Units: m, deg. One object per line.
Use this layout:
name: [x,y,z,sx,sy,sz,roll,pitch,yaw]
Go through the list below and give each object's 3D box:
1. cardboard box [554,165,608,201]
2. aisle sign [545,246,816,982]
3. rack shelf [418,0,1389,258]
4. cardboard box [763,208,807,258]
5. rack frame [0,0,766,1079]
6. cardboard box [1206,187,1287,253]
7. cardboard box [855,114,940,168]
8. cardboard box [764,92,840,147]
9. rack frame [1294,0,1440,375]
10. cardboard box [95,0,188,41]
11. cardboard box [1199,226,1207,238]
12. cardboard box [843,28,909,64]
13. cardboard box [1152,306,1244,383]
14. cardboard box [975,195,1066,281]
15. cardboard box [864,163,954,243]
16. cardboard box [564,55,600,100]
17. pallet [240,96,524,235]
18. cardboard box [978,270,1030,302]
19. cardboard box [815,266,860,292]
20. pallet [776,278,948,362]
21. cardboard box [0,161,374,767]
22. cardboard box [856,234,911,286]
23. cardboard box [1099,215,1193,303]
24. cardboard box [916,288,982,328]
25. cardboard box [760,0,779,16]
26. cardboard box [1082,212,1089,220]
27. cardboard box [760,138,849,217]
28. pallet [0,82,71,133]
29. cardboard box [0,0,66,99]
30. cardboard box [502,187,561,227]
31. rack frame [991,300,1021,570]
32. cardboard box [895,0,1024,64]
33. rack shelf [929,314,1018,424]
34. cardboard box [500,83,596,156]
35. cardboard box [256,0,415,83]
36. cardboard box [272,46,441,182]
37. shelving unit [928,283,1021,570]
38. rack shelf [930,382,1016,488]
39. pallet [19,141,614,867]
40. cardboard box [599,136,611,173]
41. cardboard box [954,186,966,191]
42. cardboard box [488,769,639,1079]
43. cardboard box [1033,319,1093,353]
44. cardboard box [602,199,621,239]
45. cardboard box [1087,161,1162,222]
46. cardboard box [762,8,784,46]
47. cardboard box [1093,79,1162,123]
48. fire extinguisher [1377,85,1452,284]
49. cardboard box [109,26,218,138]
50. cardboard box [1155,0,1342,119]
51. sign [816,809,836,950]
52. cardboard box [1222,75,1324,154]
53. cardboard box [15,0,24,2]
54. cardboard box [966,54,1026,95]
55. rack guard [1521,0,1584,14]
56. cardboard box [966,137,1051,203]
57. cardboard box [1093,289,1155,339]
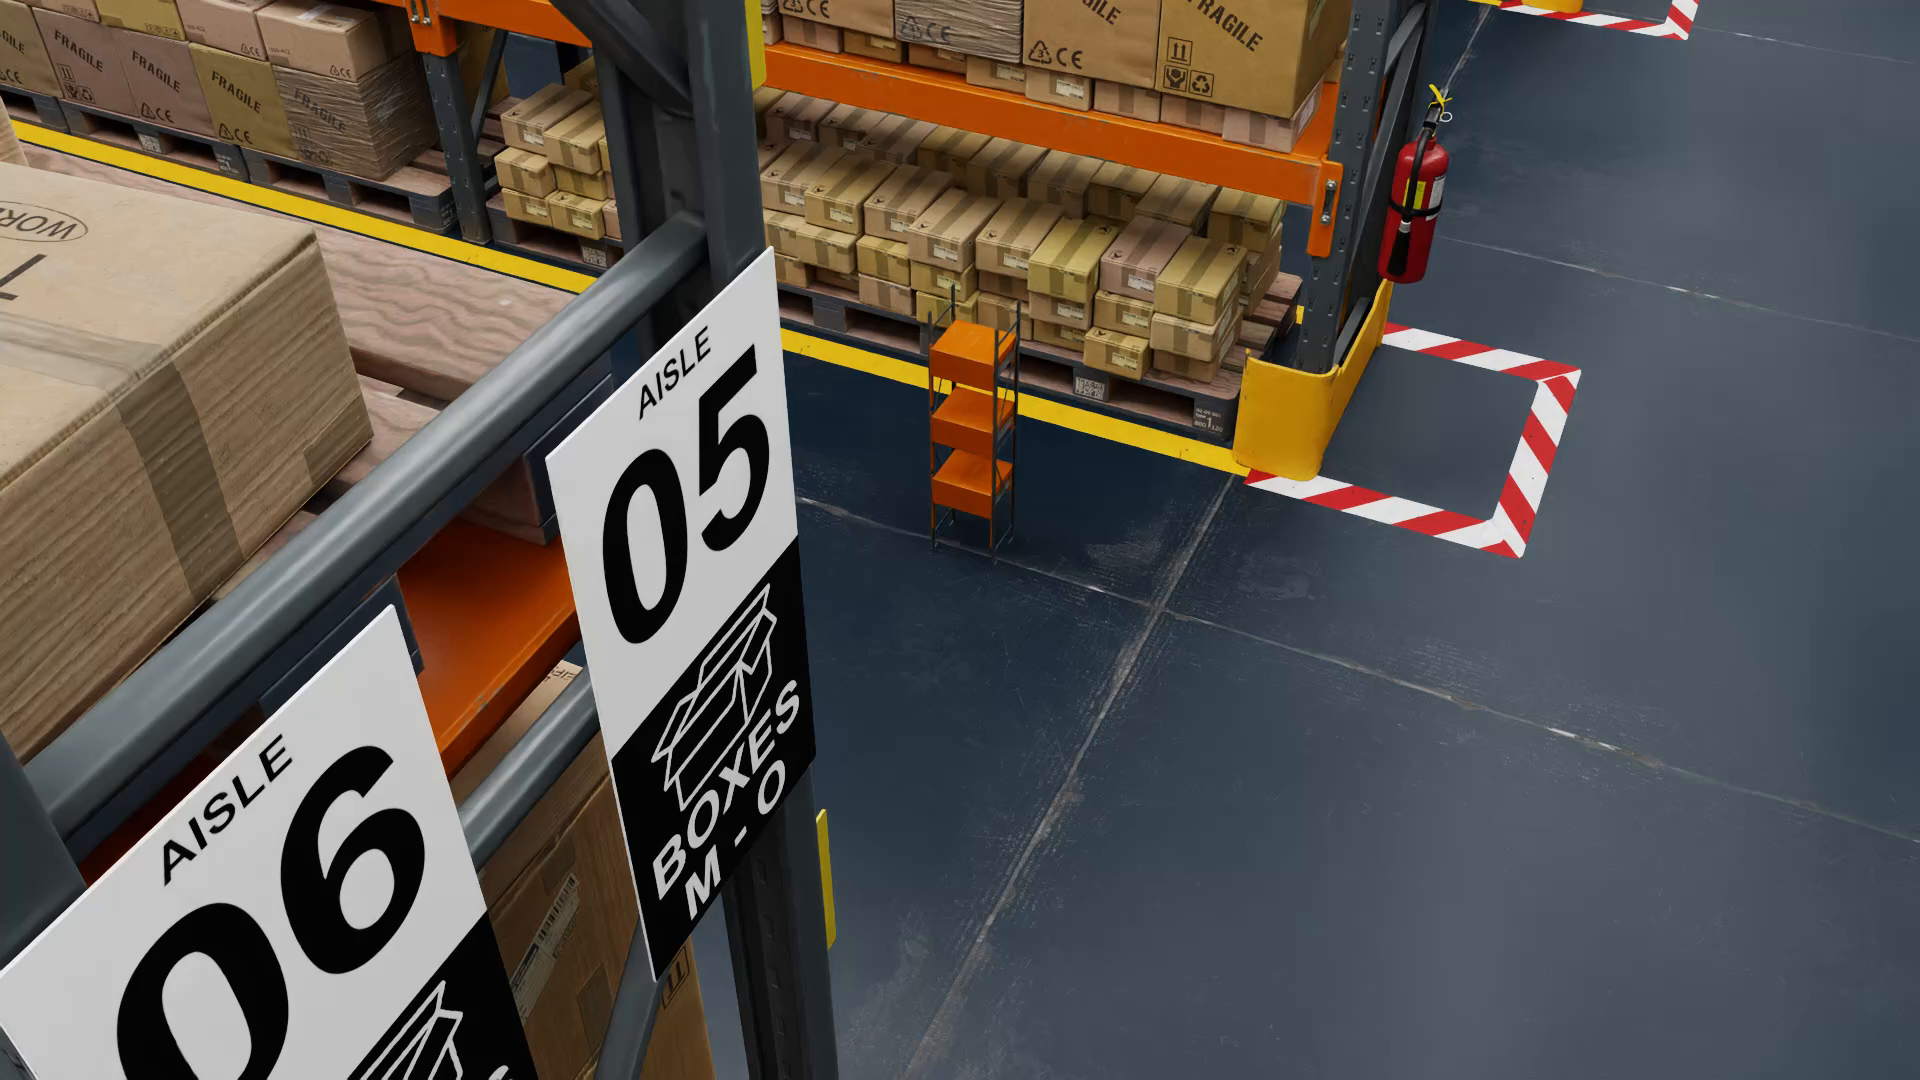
cardboard box: [-1.629,-1.716,7.569,0.250,0.149,0.380,17,44,19]
aisle sign: [-0.278,0.110,1.849,0.004,0.787,0.394,17,44,19]
rack shelf: [-0.277,-2.004,6.821,4.000,0.370,1.077,17,44,19]
cardboard box: [-0.709,-1.396,7.199,0.250,0.149,0.380,17,44,18]
rack frame: [-0.466,-1.023,0.560,0.127,3.000,1.000,17,44,19]
cardboard box: [1.204,-1.375,6.948,0.250,0.149,0.380,15,43,17]
cardboard box: [-0.265,-1.740,7.370,0.250,0.149,0.380,17,44,19]
cardboard box: [-0.694,-1.942,7.602,0.250,0.149,0.380,15,43,17]
rack frame: [1.535,-1.722,5.946,0.127,3.000,1.000,17,44,19]
cardboard box: [-3.817,-2.672,8.057,0.500,0.250,0.500,15,43,17]
cardboard box: [0.944,-1.323,7.115,0.250,0.149,0.380,17,44,18]
cardboard box: [-0.257,-2.022,6.485,0.250,0.149,0.380,18,44,19]
cardboard box: [0.970,-0.825,6.768,0.250,0.149,0.380,18,44,19]
cardboard box: [0.248,-1.234,6.785,0.250,0.149,0.380,15,43,17]
cardboard box: [-0.211,-1.414,6.993,0.250,0.149,0.380,16,43,17]
cardboard box: [-1.657,-2.192,7.890,0.250,0.149,0.380,18,44,20]
pallet: [-2.796,-1.991,8.385,1.213,0.211,1.003,17,44,19]
cardboard box: [0.264,-1.171,6.940,0.250,0.149,0.380,16,44,18]
cardboard box: [-0.433,-1.257,7.266,0.250,0.149,0.380,18,44,20]
pallet: [-0.357,-1.274,7.559,1.213,0.211,1.003,17,44,19]
cardboard box: [-0.912,-0.100,1.503,0.500,0.250,0.500,13,43,15]
cardboard box: [-0.235,-1.253,7.034,0.250,0.149,0.380,19,44,21]
cardboard box: [0.745,-1.128,6.663,0.250,0.149,0.380,18,44,19]
cardboard box: [0.004,-1.055,7.033,0.250,0.149,0.380,15,43,17]
cardboard box: [-0.855,-2.399,6.425,0.500,0.500,0.500,16,43,18]
cardboard box: [0.499,-1.473,7.288,0.250,0.149,0.380,18,44,20]
cardboard box: [-0.667,-1.561,7.163,0.250,0.149,0.380,15,43,17]
pallet: [-5.007,-2.666,9.165,1.213,0.211,1.003,17,44,19]
cardboard box: [-4.725,-2.667,8.625,0.500,0.500,0.500,17,44,19]
cardboard box: [-1.896,-1.620,7.684,0.250,0.149,0.380,15,43,17]
rack frame: [0.159,-0.348,5.850,0.008,1.050,0.200,17,44,19]
cardboard box: [0.091,-2.124,6.107,0.500,0.500,0.500,17,44,19]
rack shelf: [0.048,-0.588,5.710,0.240,0.259,0.215,17,44,19]
cardboard box: [-1.865,-1.917,7.574,0.250,0.149,0.380,19,44,20]
cardboard box: [-2.872,-2.383,7.725,0.500,0.250,0.500,16,43,18]
cardboard box: [-2.867,-2.099,7.970,0.500,0.500,0.500,16,43,18]
shelving unit: [0.048,-0.382,5.889,0.252,1.050,0.215,17,44,19]
rack shelf: [0.048,-0.374,5.896,0.240,0.259,0.215,17,44,19]
pallet: [-1.143,-0.055,1.801,1.213,0.211,1.003,17,44,19]
cardboard box: [-1.391,-1.765,7.398,0.250,0.149,0.380,16,44,18]
cardboard box: [-0.045,-1.541,7.366,0.250,0.149,0.380,19,44,21]
cardboard box: [-0.781,0.527,2.513,0.500,0.500,0.500,16,43,18]
cardboard box: [0.491,-0.961,6.924,0.250,0.149,0.380,17,44,18]
cardboard box: [-1.407,-1.508,7.555,0.250,0.149,0.380,17,44,18]
cardboard box: [0.729,-1.526,7.122,0.250,0.149,0.380,17,44,19]
cardboard box: [-0.758,-2.126,6.605,0.250,0.149,0.380,19,44,20]
cardboard box: [0.677,-1.701,6.114,0.250,0.149,0.380,17,44,18]
fire extinguisher: [1.568,-1.208,5.697,0.183,0.674,0.296,17,44,19]
cardboard box: [-3.795,-2.386,8.301,0.500,0.500,0.500,16,43,18]
cardboard box: [1.019,-1.844,5.784,0.500,0.500,0.500,18,44,19]
sign: [-0.226,0.559,2.593,0.005,0.325,0.100,17,44,19]
cardboard box: [1.120,-1.550,5.939,0.250,0.149,0.380,17,44,19]
cardboard box: [-4.733,-2.960,8.390,0.500,0.250,0.500,16,44,18]
cardboard box: [0.209,-1.848,6.284,0.250,0.149,0.380,15,43,17]
rack guard: [3.745,-3.687,10.122,0.348,0.500,1.175,17,44,19]
cardboard box: [0.222,-1.628,7.239,0.250,0.149,0.380,19,44,20]
cardboard box: [0.722,-0.997,6.739,0.250,0.149,0.380,16,43,18]
